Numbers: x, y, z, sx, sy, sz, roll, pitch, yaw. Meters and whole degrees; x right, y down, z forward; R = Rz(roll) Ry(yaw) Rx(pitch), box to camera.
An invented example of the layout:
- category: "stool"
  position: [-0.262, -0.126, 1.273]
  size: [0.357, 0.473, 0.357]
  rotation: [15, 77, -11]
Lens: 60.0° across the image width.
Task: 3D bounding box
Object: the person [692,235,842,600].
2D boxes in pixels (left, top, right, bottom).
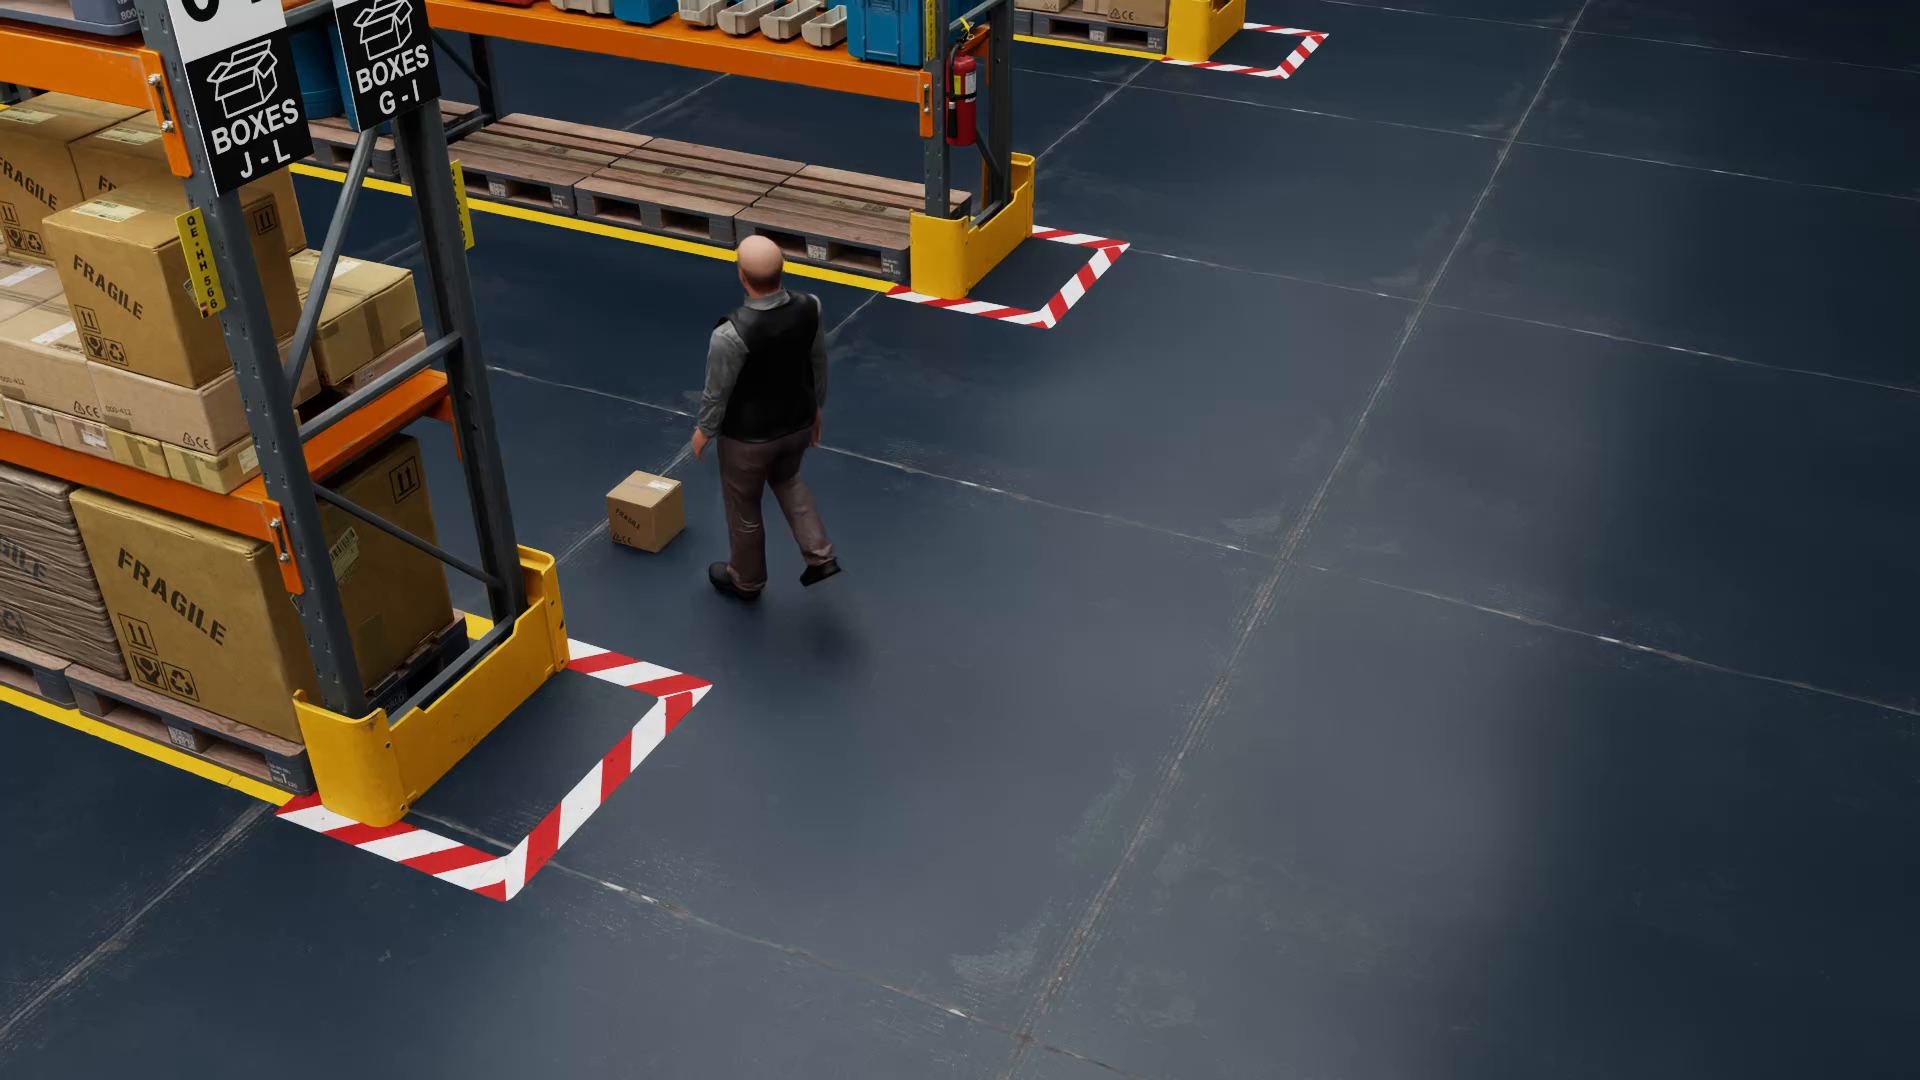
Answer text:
- category: "person"
  position: [-0.833, -0.482, 6.868]
  size: [0.558, 1.711, 0.603]
  rotation: [-27, 42, -34]
